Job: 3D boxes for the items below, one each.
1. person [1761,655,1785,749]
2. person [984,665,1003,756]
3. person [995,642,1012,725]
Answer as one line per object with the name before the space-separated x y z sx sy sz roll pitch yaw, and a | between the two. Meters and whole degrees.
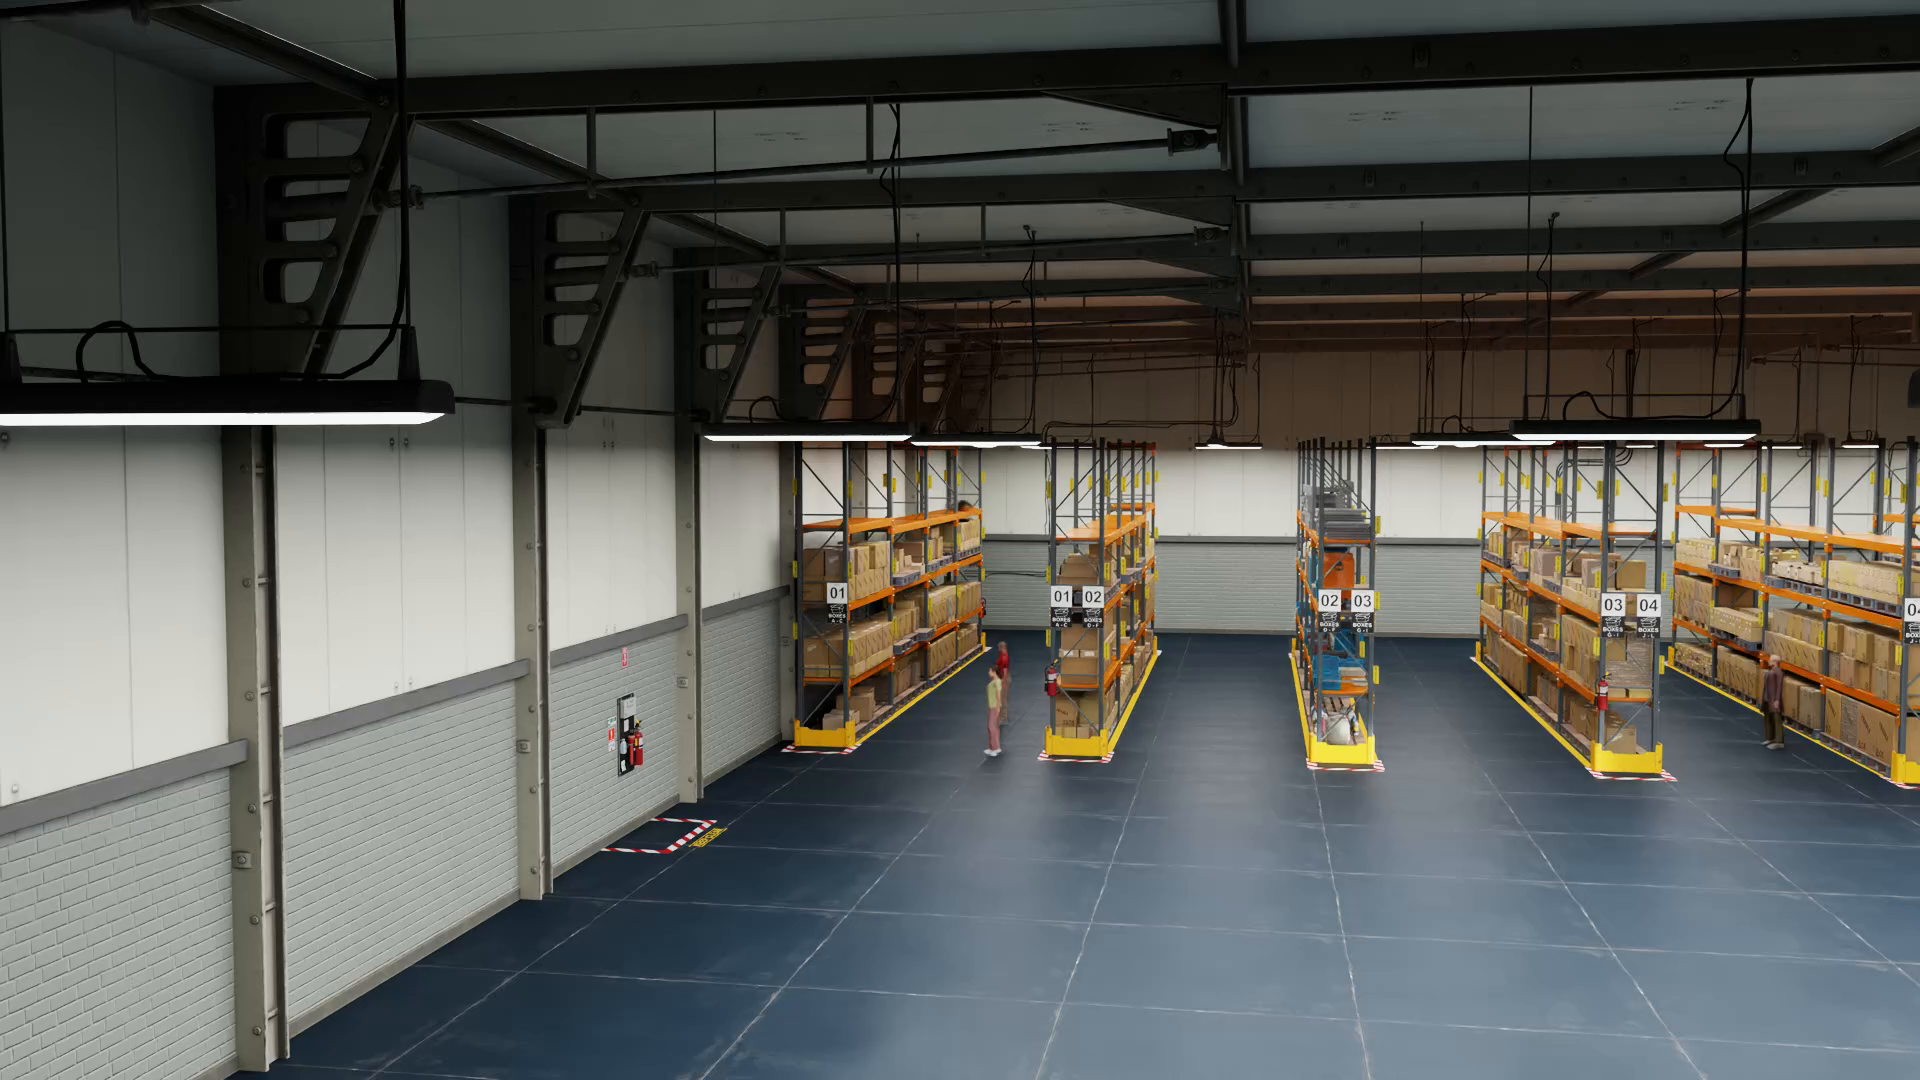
person | 15.759 3.123 32.293 0.454 1.788 0.584 0 3 -7
person | 0.644 3.235 31.551 0.393 1.736 0.526 0 3 -4
person | 0.889 3.002 34.991 0.415 1.733 0.586 0 3 1
